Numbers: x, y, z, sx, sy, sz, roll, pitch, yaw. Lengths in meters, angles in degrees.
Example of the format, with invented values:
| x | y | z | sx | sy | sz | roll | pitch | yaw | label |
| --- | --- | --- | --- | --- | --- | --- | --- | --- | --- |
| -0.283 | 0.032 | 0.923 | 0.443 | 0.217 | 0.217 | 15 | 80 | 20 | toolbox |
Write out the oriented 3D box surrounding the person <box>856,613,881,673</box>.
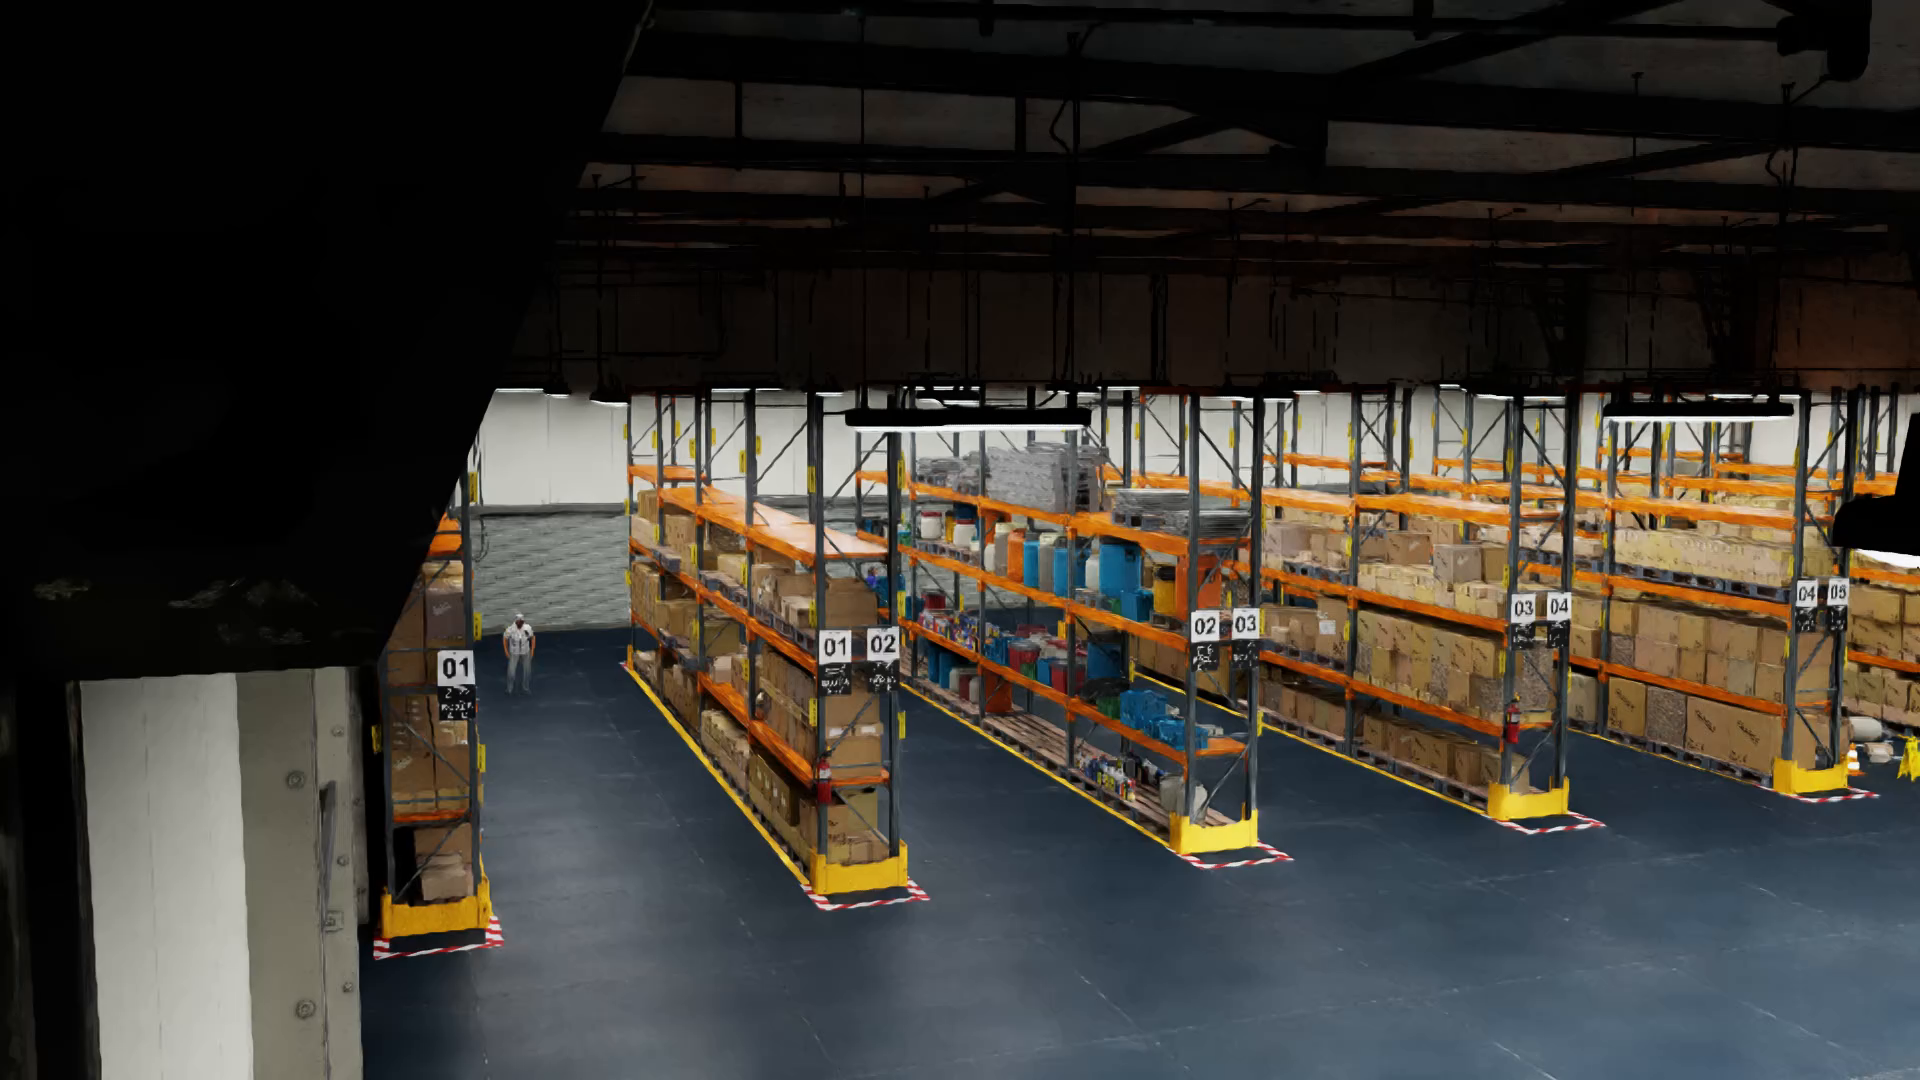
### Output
| x | y | z | sx | sy | sz | roll | pitch | yaw | label |
| --- | --- | --- | --- | --- | --- | --- | --- | --- | --- |
| -1.867 | 2.027 | 33.355 | 0.595 | 1.746 | 1.020 | 0 | 6 | 0 | person |

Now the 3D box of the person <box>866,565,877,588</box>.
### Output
| x | y | z | sx | sy | sz | roll | pitch | yaw | label |
| --- | --- | --- | --- | --- | --- | --- | --- | --- | --- |
| -2.180 | 1.429 | 39.663 | 0.448 | 1.644 | 0.653 | 2 | 6 | 18 | person |

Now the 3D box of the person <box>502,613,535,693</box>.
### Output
| x | y | z | sx | sy | sz | roll | pitch | yaw | label |
| --- | --- | --- | --- | --- | --- | --- | --- | --- | --- |
| -8.579 | 2.198 | 32.380 | 0.625 | 1.611 | 0.582 | -2 | 6 | -21 | person |
